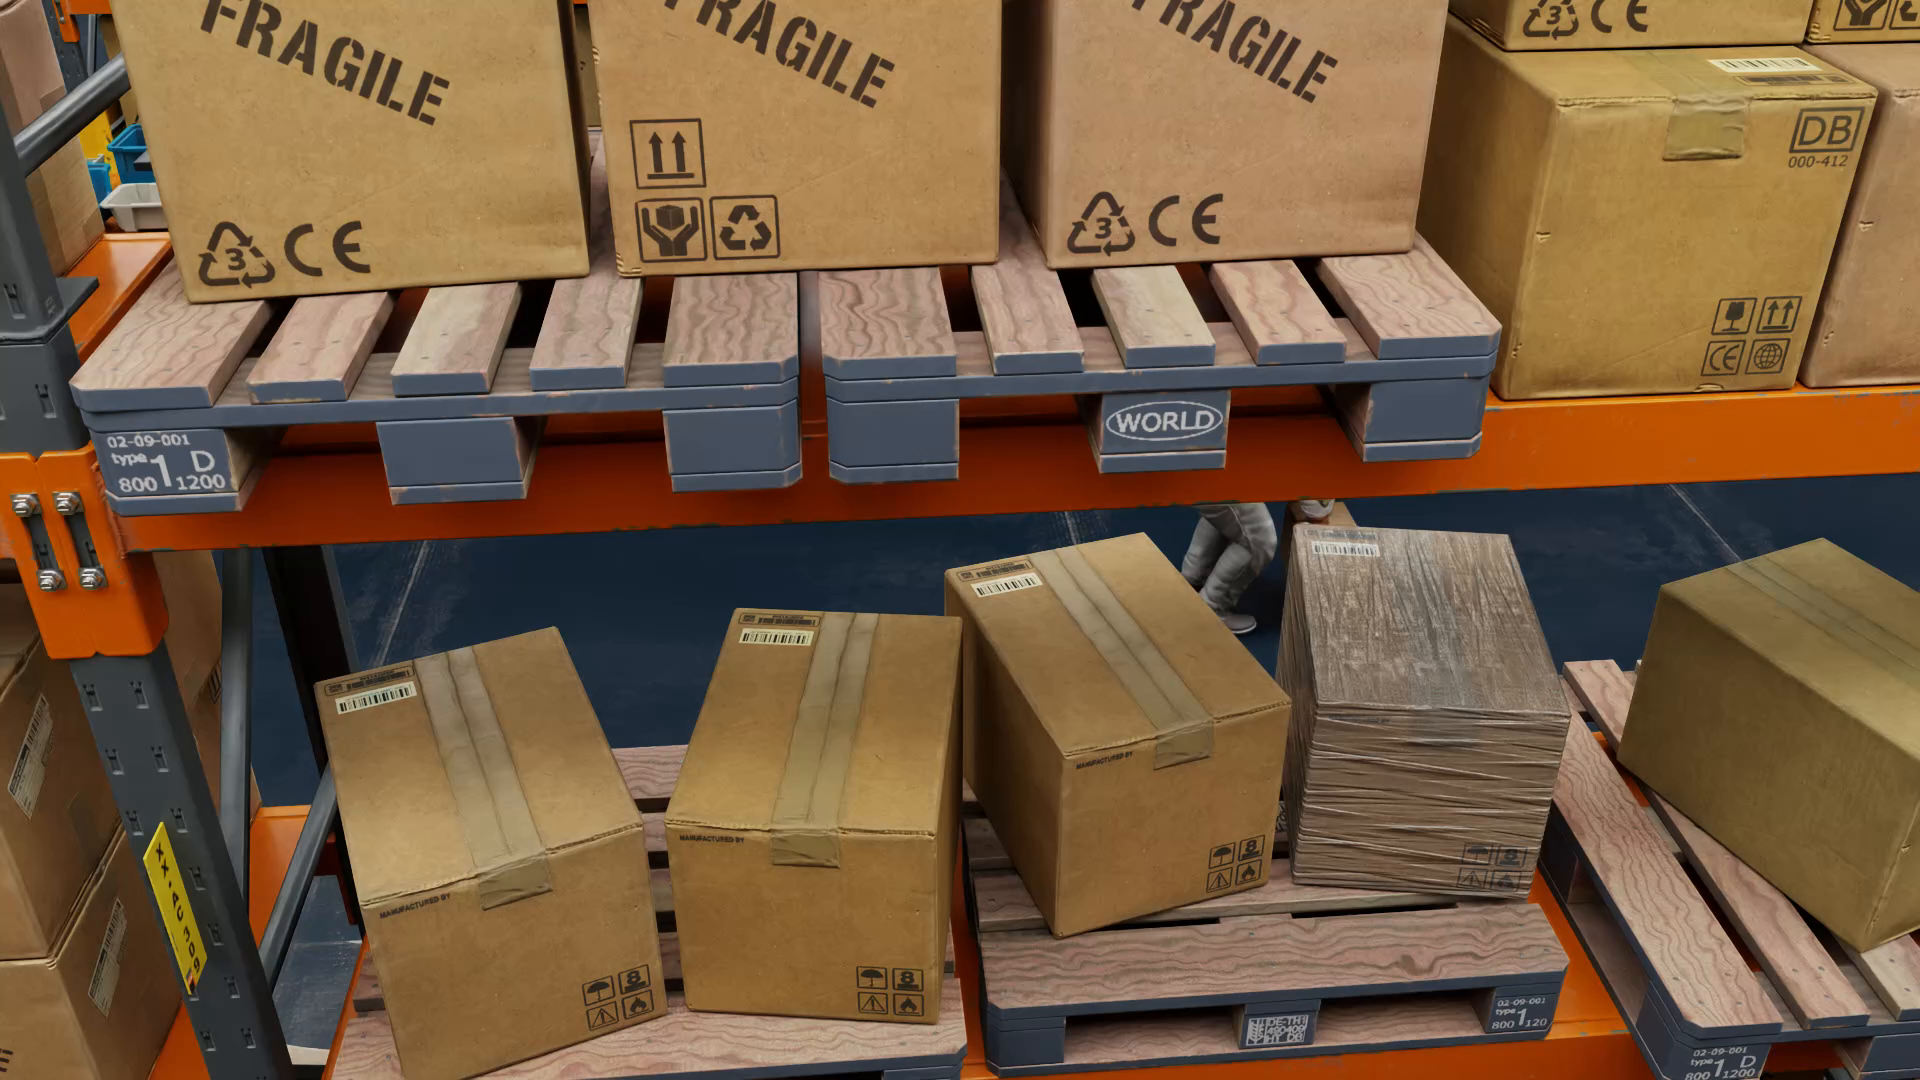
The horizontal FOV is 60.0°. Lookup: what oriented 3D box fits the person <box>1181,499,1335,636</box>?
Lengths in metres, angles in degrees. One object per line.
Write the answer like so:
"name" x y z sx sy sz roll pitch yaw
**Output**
"person" 1.287 -0.141 6.983 0.951 1.025 0.492 -4 32 -7
